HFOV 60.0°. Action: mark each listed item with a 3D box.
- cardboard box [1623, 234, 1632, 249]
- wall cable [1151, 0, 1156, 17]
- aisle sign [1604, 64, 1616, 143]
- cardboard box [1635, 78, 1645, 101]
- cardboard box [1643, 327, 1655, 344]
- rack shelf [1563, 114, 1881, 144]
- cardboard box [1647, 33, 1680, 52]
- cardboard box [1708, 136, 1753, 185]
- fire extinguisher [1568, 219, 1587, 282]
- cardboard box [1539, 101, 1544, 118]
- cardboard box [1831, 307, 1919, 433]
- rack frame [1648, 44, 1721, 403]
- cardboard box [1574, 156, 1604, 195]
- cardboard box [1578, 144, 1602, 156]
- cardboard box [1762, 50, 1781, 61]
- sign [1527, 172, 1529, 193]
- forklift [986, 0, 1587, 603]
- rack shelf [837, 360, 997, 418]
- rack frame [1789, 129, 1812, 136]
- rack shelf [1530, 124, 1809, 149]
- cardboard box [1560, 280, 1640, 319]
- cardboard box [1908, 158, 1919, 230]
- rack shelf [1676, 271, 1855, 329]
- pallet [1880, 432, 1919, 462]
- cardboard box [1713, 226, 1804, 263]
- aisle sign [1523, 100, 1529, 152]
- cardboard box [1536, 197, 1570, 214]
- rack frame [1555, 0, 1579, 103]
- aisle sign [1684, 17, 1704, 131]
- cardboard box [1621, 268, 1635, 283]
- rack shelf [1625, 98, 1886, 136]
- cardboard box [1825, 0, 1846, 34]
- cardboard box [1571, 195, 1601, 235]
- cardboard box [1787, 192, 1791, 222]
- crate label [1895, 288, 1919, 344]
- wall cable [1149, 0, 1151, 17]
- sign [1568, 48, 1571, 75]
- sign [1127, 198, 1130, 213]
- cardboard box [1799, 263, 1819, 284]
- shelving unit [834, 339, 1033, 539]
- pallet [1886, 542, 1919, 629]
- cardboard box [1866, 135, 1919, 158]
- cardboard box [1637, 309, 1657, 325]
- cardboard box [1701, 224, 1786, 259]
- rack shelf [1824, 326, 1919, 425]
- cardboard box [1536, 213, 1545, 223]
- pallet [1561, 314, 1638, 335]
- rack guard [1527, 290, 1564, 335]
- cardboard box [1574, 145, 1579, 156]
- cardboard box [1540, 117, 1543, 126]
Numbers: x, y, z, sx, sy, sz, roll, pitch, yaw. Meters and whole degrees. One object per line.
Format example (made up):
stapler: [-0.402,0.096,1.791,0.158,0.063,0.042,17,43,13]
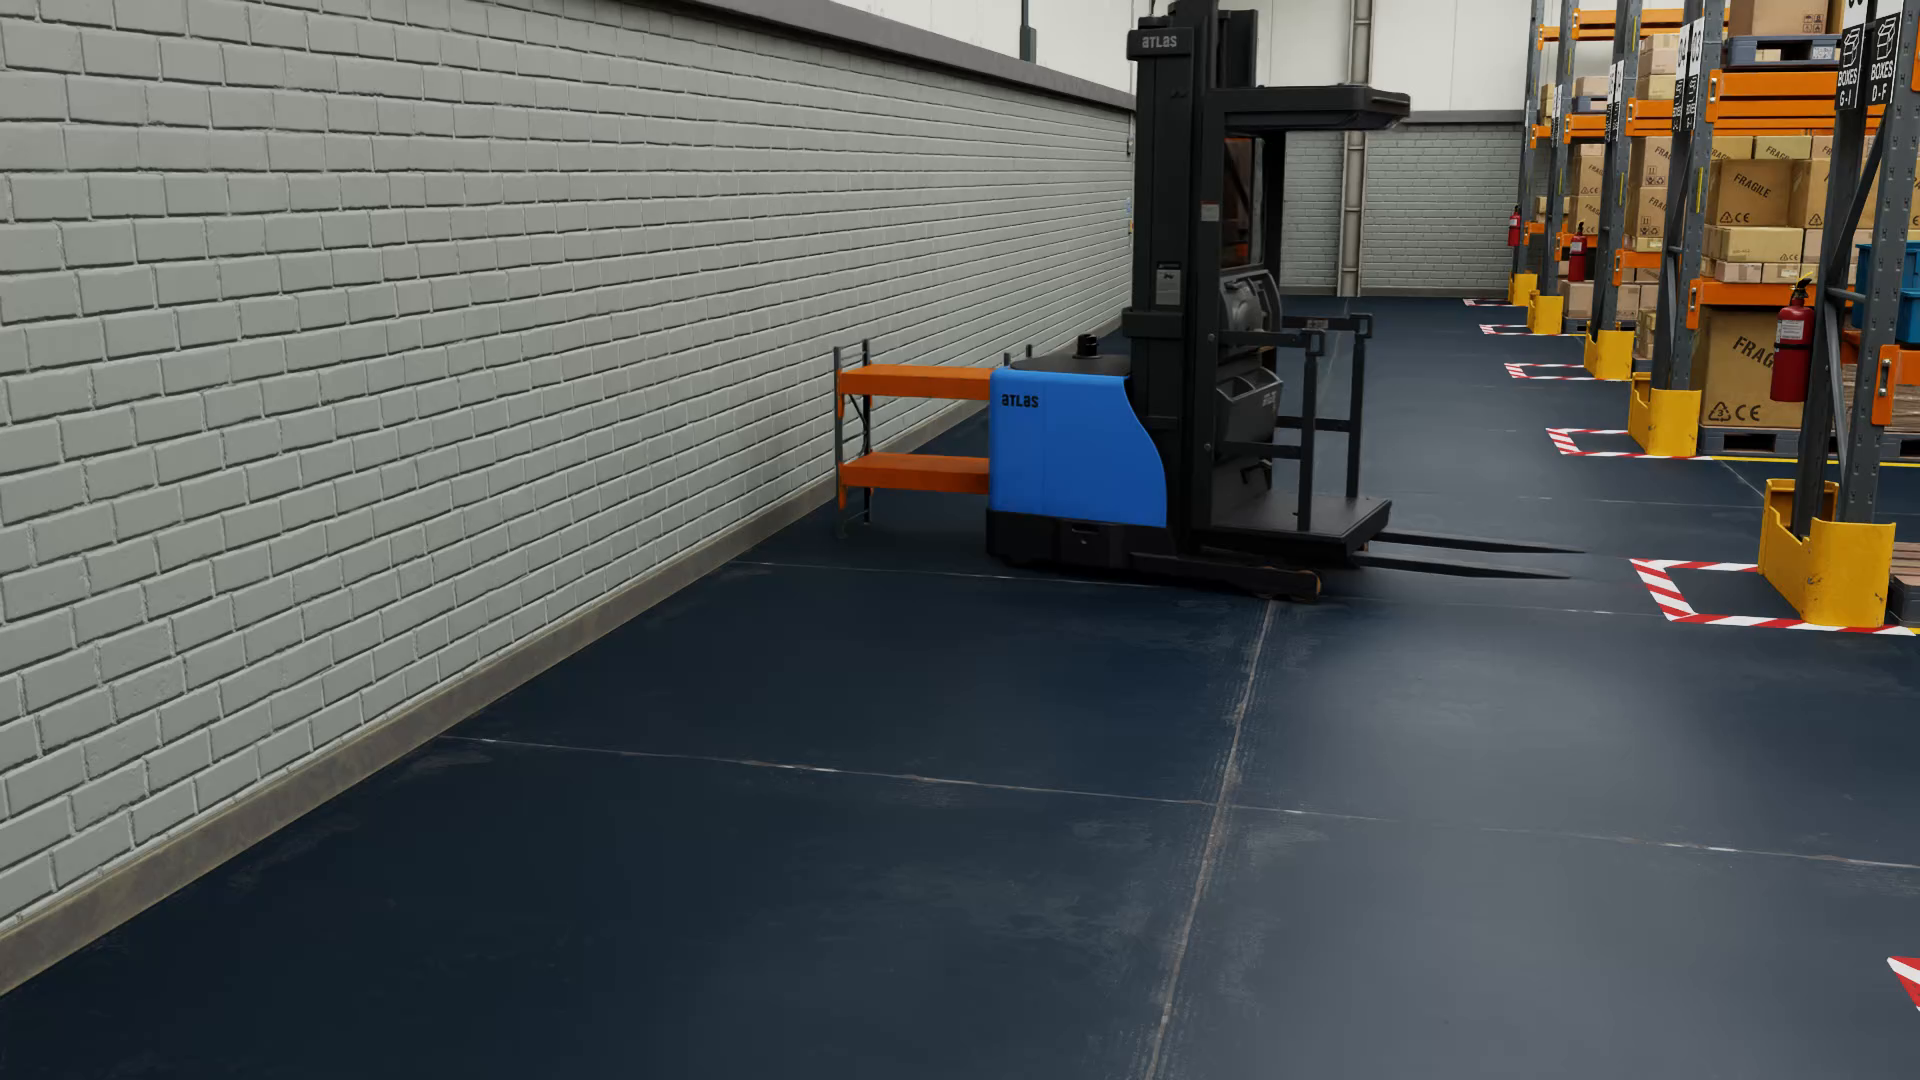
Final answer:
cardboard box: [7.222,-3.175,17.699,0.250,0.149,0.380,3,13,14]
wall cable: [3.222,-8.226,25.949,0.133,3.039,2.988,3,13,14]
aisle sign: [6.839,-4.591,17.500,0.004,0.787,0.394,3,13,14]
cardboard box: [7.343,-4.678,17.316,0.500,0.250,0.500,3,13,12]
cardboard box: [7.285,-2.132,17.345,0.250,0.149,0.380,4,13,16]
rack shelf: [9.867,-5.311,21.481,4.000,0.370,1.077,3,13,14]
cardboard box: [7.098,-5.020,16.783,0.250,0.149,0.380,3,13,13]
cardboard box: [7.701,-3.833,16.860,0.500,0.500,0.500,3,13,15]
fire extinguisher: [6.704,-3.145,18.025,0.183,0.674,0.296,3,13,14]
cardboard box: [9.608,-6.916,26.714,0.500,0.250,0.500,3,13,13]
cardboard box: [7.075,-1.321,12.701,0.875,0.875,0.875,3,13,14]
rack frame: [5.551,-2.217,12.803,0.127,3.000,1.000,3,13,14]
cardboard box: [8.323,-4.753,21.694,0.500,0.500,0.500,3,13,12]
cardboard box: [8.204,-5.078,21.661,0.250,0.149,0.380,3,13,15]
cardboard box: [8.196,-4.757,16.518,0.500,0.250,0.500,3,13,14]
sign: [8.981,-5.654,26.293,0.005,0.325,0.100,3,13,14]
forklift: [1.696,-1.247,8.585,3.031,2.935,1.130,6,14,26]
rack shelf: [-0.151,-0.860,9.664,1.000,0.278,0.538,4,13,18]
rack frame: [12.995,-5.138,25.966,0.127,3.000,1.000,3,13,14]
rack shelf: [11.053,-6.355,26.186,4.000,0.370,1.077,3,13,14]
cardboard box: [8.590,-3.242,22.368,0.875,0.438,0.875,3,13,12]
cardboard box: [6.942,-2.522,12.105,0.500,0.500,0.500,3,13,12]
rack shelf: [7.493,-1.762,12.413,4.000,0.370,1.077,3,13,14]
pallet: [7.527,-0.767,12.704,1.213,0.211,1.003,3,13,14]
cardboard box: [5.952,-2.208,12.419,0.500,0.250,0.500,3,13,12]
aisle sign: [8.975,-6.556,26.357,0.004,0.787,0.394,3,13,14]
cardboard box: [9.487,-5.337,26.524,0.500,0.250,0.500,3,13,14]
rack frame: [7.925,-7.230,21.546,0.127,3.000,1.000,3,13,14]
aisle sign: [5.409,-3.427,12.254,0.004,0.787,0.394,3,13,14]
cardboard box: [10.503,-4.226,26.657,0.500,0.500,0.700,4,13,16]
rack shelf: [8.779,-4.265,16.765,4.000,0.370,1.077,3,13,14]
cardboard box: [6.586,-3.914,12.094,0.500,0.500,0.700,3,13,11]
cardboard box: [8.323,-4.265,21.800,0.500,0.500,0.500,3,13,13]
cardboard box: [8.206,-3.317,16.843,0.500,0.500,0.500,3,13,14]
crate label: [4.525,-1.041,7.750,0.303,0.233,0.416,3,13,14]
wall cable: [2.518,-7.624,23.322,0.029,3.000,2.355,3,13,14]
sign: [7.787,-6.115,21.243,0.005,0.325,0.100,3,13,14]
sign: [2.374,-4.714,23.432,0.001,0.218,0.327,3,13,14]
cardboard box: [6.315,-1.981,12.316,0.250,0.149,0.380,3,13,12]
shelving unit: [-0.151,-0.575,9.727,1.048,1.125,0.538,4,13,18]
pallet: [5.156,0.236,8.181,1.213,0.211,1.003,3,13,14]
cardboard box: [9.203,-3.752,16.496,0.500,0.500,0.500,3,13,15]
cardboard box: [7.412,-2.385,17.795,0.250,0.149,0.380,3,13,14]
cardboard box: [6.085,-2.320,12.925,0.500,0.250,0.500,3,13,13]
rack shelf: [6.306,-0.721,7.718,4.000,0.370,1.077,3,13,14]
cardboard box: [9.365,-5.148,26.591,0.250,0.149,0.380,3,13,13]
pallet: [8.721,-2.915,22.385,1.213,0.211,1.003,3,13,14]
rack guard: [7.902,-3.082,22.472,0.348,0.500,1.175,3,13,14]
cardboard box: [8.322,-5.178,22.112,0.250,0.149,0.380,3,13,14]
cardboard box: [9.477,-6.719,26.748,0.250,0.149,0.380,3,13,15]
